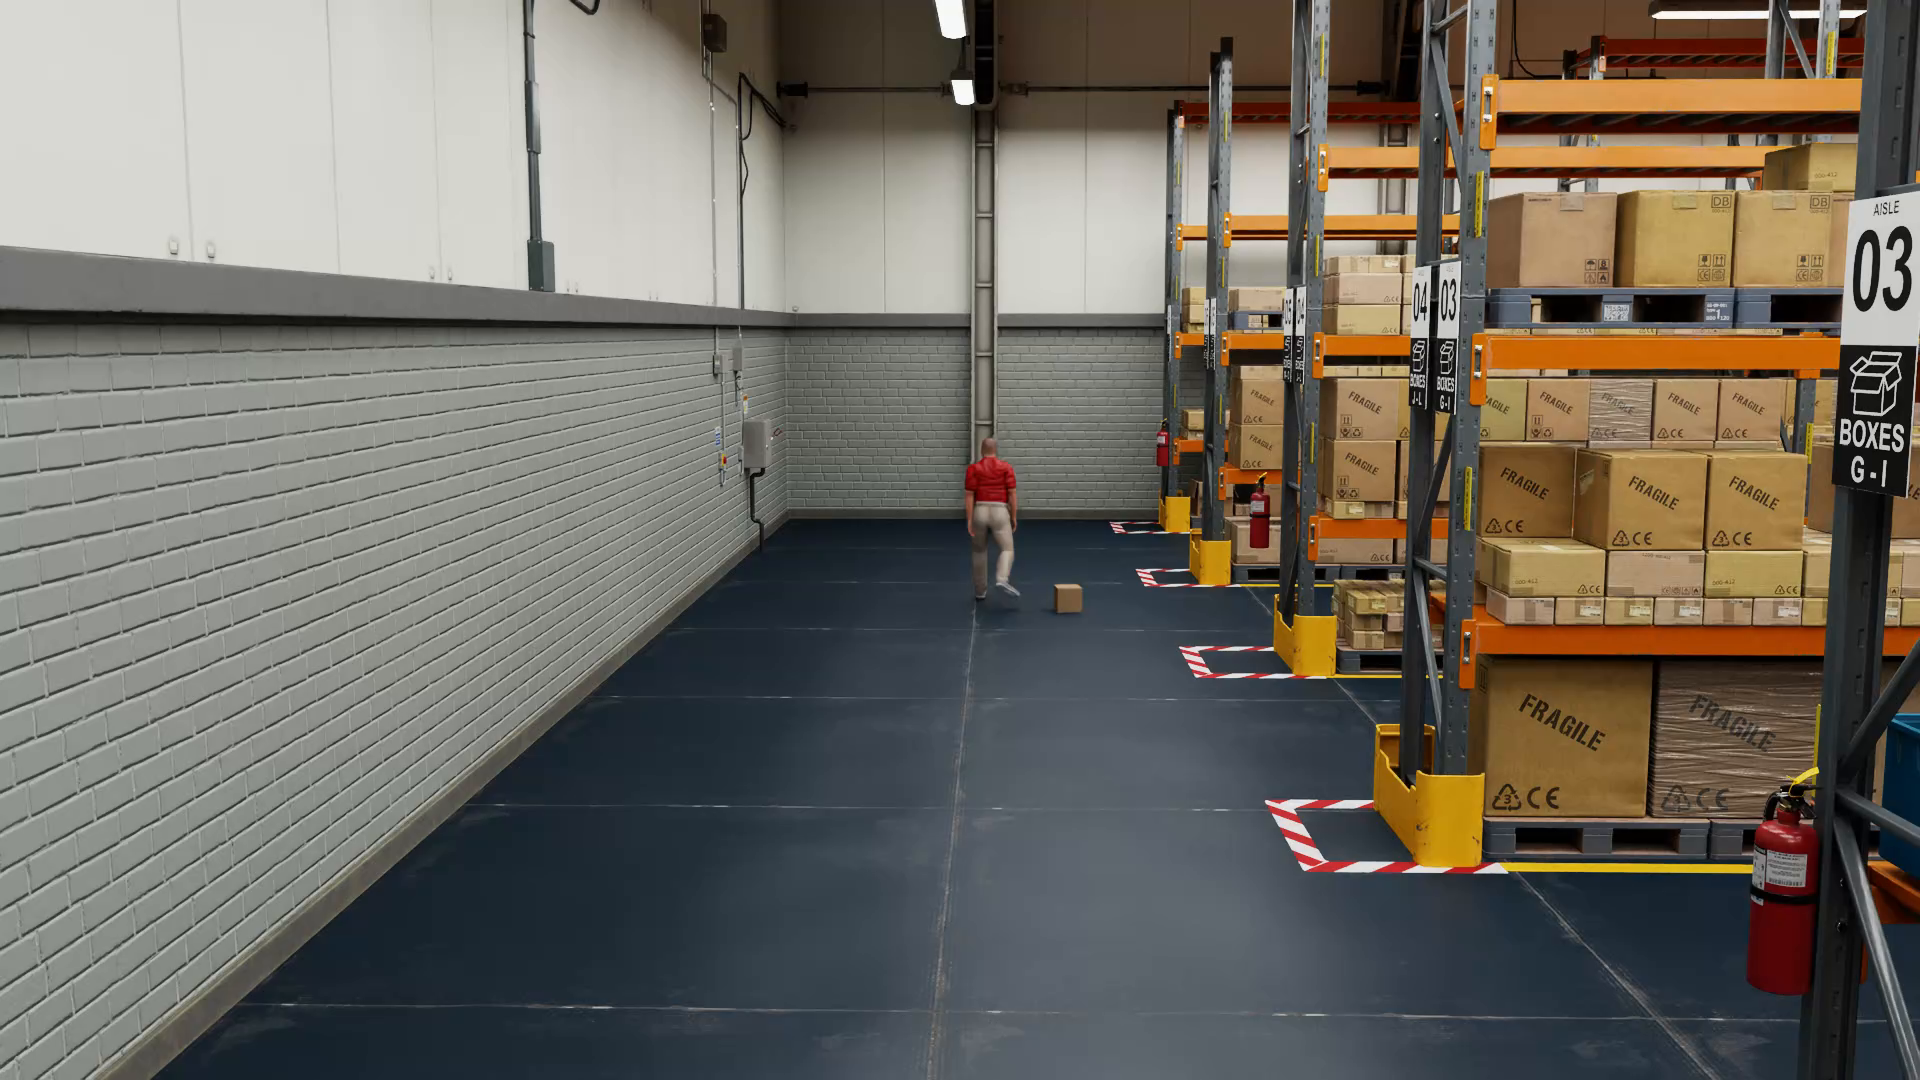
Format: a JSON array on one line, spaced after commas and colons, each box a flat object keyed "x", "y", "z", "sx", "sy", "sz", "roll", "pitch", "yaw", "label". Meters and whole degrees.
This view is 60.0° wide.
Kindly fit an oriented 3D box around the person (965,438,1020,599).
[{"x": 0.347, "y": -0.211, "z": 17.420, "sx": 0.601, "sy": 1.705, "sz": 0.874, "roll": 1, "pitch": 7, "yaw": 5, "label": "person"}]
